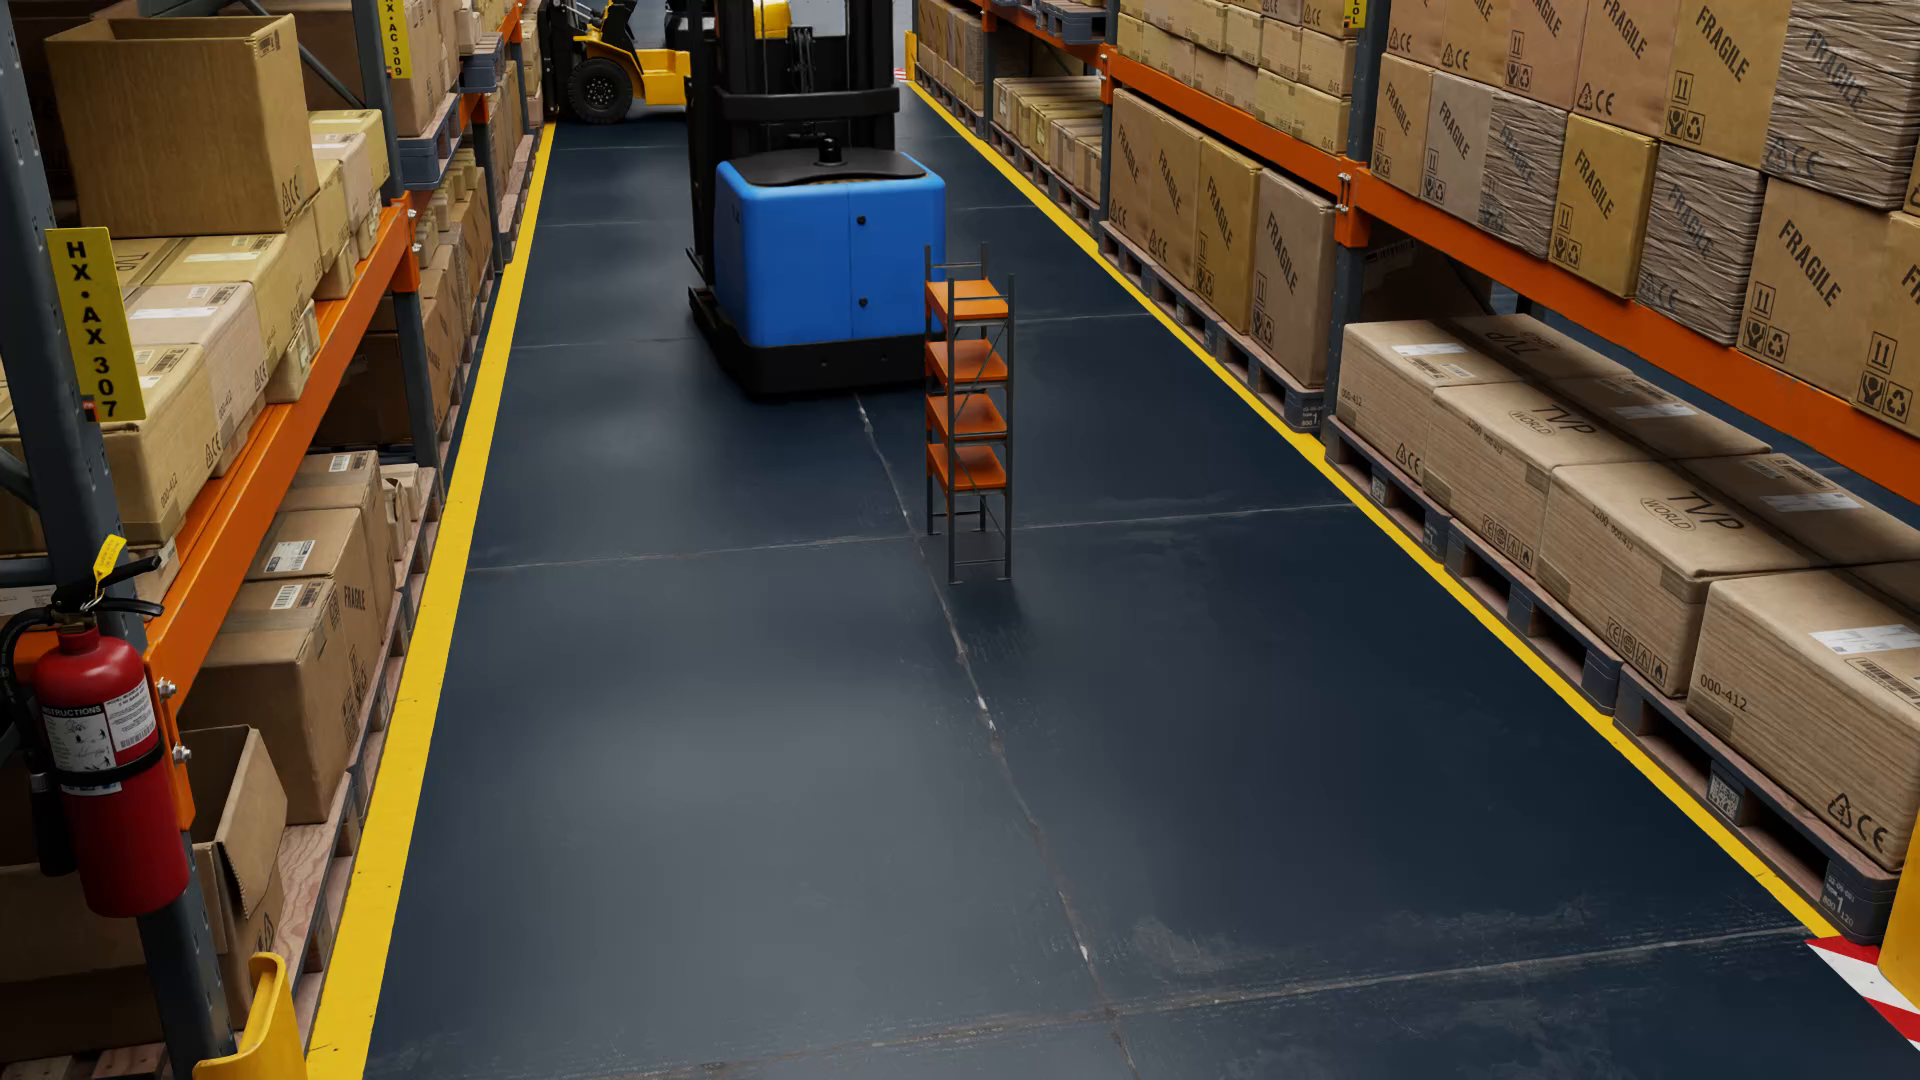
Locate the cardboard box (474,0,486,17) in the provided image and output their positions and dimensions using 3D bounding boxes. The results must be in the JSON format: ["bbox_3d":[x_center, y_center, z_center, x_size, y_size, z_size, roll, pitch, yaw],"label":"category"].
[{"bbox_3d":[-3.243,-3.412,10.378,0.500,0.250,0.500,-4,24,-10],"label":"cardboard box"}]

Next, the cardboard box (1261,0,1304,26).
[{"bbox_3d":[1.759,-2.717,7.849,0.500,0.500,0.500,-4,24,-9],"label":"cardboard box"}]

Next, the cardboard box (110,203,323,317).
[{"bbox_3d":[-2.072,-0.774,4.590,0.500,0.250,0.500,-5,24,-11],"label":"cardboard box"}]

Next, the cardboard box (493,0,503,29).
[{"bbox_3d":[-3.552,-3.786,11.858,0.500,0.250,0.500,-4,24,-8],"label":"cardboard box"}]

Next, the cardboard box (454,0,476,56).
[{"bbox_3d":[-2.913,-2.790,9.053,0.500,0.250,0.500,-5,24,-12],"label":"cardboard box"}]

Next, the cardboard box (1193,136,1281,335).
[{"bbox_3d":[1.823,-1.664,8.943,0.875,0.875,0.875,-4,24,-8],"label":"cardboard box"}]

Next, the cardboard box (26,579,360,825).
[{"bbox_3d":[-2.087,0.456,4.557,0.700,0.500,0.500,-3,24,-8],"label":"cardboard box"}]

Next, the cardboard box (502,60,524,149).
[{"bbox_3d":[-4.058,-3.531,13.528,0.875,0.625,0.625,-3,24,-7],"label":"cardboard box"}]

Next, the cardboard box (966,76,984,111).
[{"bbox_3d":[0.338,-4.145,15.403,0.500,0.250,0.500,-3,24,-7],"label":"cardboard box"}]

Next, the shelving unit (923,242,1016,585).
[{"bbox_3d":[0.031,-0.485,6.361,0.258,1.200,0.503,-4,24,-10],"label":"shelving unit"}]

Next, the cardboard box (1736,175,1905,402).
[{"bbox_3d":[2.503,-0.694,4.466,0.500,0.500,0.500,-5,24,-11],"label":"cardboard box"}]

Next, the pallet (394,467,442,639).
[{"bbox_3d":[-2.560,0.064,6.340,1.003,0.211,1.213,-4,24,-10],"label":"pallet"}]

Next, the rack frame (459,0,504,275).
[{"bbox_3d":[-3.426,-3.057,10.003,1.000,3.000,0.127,-4,24,-10],"label":"rack frame"}]

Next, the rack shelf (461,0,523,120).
[{"bbox_3d":[-3.796,-3.514,11.948,1.077,0.370,4.000,-4,24,-10],"label":"rack shelf"}]

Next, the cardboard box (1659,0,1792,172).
[{"bbox_3d":[2.394,-1.354,4.728,0.500,0.500,0.500,-4,24,-10],"label":"cardboard box"}]

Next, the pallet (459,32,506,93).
[{"bbox_3d":[-3.232,-2.708,9.443,1.213,0.211,1.003,-4,24,-10],"label":"pallet"}]

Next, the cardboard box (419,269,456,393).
[{"bbox_3d":[-2.663,-0.947,7.768,0.500,0.500,0.500,-5,24,-10],"label":"cardboard box"}]

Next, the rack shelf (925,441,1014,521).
[{"bbox_3d":[0.031,-0.241,6.467,0.258,0.148,0.480,-4,24,-10],"label":"rack shelf"}]

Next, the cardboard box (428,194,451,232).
[{"bbox_3d":[-2.868,-1.702,8.688,0.380,0.149,0.250,-5,24,-12],"label":"cardboard box"}]

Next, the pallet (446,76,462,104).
[{"bbox_3d":[-3.062,-2.205,8.290,1.003,0.211,1.213,-4,24,-10],"label":"pallet"}]

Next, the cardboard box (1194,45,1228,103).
[{"bbox_3d":[1.593,-2.545,9.017,0.500,0.250,0.500,-4,24,-10],"label":"cardboard box"}]

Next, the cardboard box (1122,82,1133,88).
[{"bbox_3d":[1.851,-4.377,16.145,0.500,0.500,0.500,13,27,27],"label":"cardboard box"}]

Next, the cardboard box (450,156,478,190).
[{"bbox_3d":[-3.005,-2.121,9.647,0.380,0.149,0.250,-6,24,-12],"label":"cardboard box"}]

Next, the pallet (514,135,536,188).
[{"bbox_3d":[-3.991,-3.066,13.506,1.003,0.211,1.213,-4,24,-10],"label":"pallet"}]

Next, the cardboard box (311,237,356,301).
[{"bbox_3d":[-2.141,-0.857,5.279,0.380,0.149,0.250,-5,24,-11],"label":"cardboard box"}]

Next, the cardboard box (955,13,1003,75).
[{"bbox_3d":[0.243,-4.688,15.711,0.500,0.500,0.500,-4,24,-9],"label":"cardboard box"}]

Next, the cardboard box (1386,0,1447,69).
[{"bbox_3d":[2.041,-2.152,6.555,0.500,0.500,0.500,-4,24,-9],"label":"cardboard box"}]

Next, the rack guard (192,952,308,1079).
[{"bbox_3d":[-1.961,1.205,3.367,1.175,0.500,0.348,-4,24,-10],"label":"rack guard"}]

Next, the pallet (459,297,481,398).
[{"bbox_3d":[-3.103,-1.004,8.786,1.003,0.211,1.213,-4,24,-10],"label":"pallet"}]

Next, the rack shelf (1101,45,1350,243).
[{"bbox_3d":[1.821,-2.310,9.190,1.077,0.370,4.000,-4,24,-10],"label":"rack shelf"}]

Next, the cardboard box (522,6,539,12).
[{"bbox_3d":[-4.310,-5.039,16.200,0.500,0.250,0.500,-4,24,-9],"label":"cardboard box"}]

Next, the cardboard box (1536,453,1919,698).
[{"bbox_3d":[2.533,0.091,5.471,0.875,0.438,0.875,-4,24,-8],"label":"cardboard box"}]

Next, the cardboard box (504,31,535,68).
[{"bbox_3d":[-3.947,-4.235,14.360,0.500,0.250,0.500,-5,24,-11],"label":"cardboard box"}]

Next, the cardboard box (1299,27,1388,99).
[{"bbox_3d":[1.871,-2.169,7.531,0.500,0.250,0.500,-4,24,-10],"label":"cardboard box"}]

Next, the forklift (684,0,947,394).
[{"bbox_3d":[-0.965,-2.631,9.111,1.130,2.935,3.031,-7,25,-15],"label":"forklift"}]

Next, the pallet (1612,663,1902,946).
[{"bbox_3d":[2.706,0.690,4.907,1.003,0.211,1.213,-4,24,-10],"label":"pallet"}]

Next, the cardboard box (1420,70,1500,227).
[{"bbox_3d":[2.110,-1.497,6.304,0.500,0.500,0.500,-4,24,-9],"label":"cardboard box"}]

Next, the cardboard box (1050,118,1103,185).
[{"bbox_3d":[1.212,-2.927,12.463,0.950,0.372,0.625,-5,24,-11],"label":"cardboard box"}]

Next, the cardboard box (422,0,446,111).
[{"bbox_3d":[-2.652,-2.133,7.236,0.700,0.500,0.500,-4,24,-9],"label":"cardboard box"}]

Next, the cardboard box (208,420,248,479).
[{"bbox_3d":[-1.900,-0.247,3.881,0.380,0.149,0.250,-4,24,-8],"label":"cardboard box"}]

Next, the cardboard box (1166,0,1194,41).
[{"bbox_3d":[1.477,-2.969,9.362,0.500,0.250,0.500,-4,24,-10],"label":"cardboard box"}]

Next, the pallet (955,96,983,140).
[{"bbox_3d":[0.553,-3.983,15.607,1.003,0.211,1.213,-4,24,-10],"label":"pallet"}]

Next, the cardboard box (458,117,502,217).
[{"bbox_3d":[-3.528,-2.408,10.958,0.875,0.625,0.625,-4,24,-8],"label":"cardboard box"}]

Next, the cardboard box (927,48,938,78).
[{"bbox_3d":[-0.064,-4.966,17.284,0.500,0.250,0.500,-3,24,-8],"label":"cardboard box"}]

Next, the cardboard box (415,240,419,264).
[{"bbox_3d":[-2.741,-1.299,7.765,0.380,0.149,0.250,-5,24,-11],"label":"cardboard box"}]

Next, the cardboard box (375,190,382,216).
[{"bbox_3d":[-2.379,-1.262,6.206,0.380,0.149,0.250,-4,24,-9],"label":"cardboard box"}]

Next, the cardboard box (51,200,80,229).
[{"bbox_3d":[-2.570,-0.743,4.520,0.500,0.250,0.500,-4,24,-10],"label":"cardboard box"}]

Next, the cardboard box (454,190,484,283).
[{"bbox_3d":[-3.054,-1.756,9.622,0.500,0.500,0.500,-5,24,-11],"label":"cardboard box"}]

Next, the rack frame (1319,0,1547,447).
[{"bbox_3d":[2.191,-1.853,7.245,1.000,3.000,0.127,-4,24,-10],"label":"rack frame"}]

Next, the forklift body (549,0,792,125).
[{"bbox_3d":[-2.762,-5.204,15.979,2.313,2.155,1.214,-4,24,-10],"label":"forklift body"}]

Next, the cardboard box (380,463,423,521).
[{"bbox_3d":[-2.295,-0.173,6.435,0.380,0.149,0.250,-5,24,-11],"label":"cardboard box"}]

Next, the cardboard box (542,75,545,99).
[{"bbox_3d":[-4.224,-4.379,15.939,0.500,0.250,0.500,-4,24,-8],"label":"cardboard box"}]

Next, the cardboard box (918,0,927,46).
[{"bbox_3d":[-0.146,-5.502,17.574,0.500,0.500,0.500,-5,24,-12],"label":"cardboard box"}]
